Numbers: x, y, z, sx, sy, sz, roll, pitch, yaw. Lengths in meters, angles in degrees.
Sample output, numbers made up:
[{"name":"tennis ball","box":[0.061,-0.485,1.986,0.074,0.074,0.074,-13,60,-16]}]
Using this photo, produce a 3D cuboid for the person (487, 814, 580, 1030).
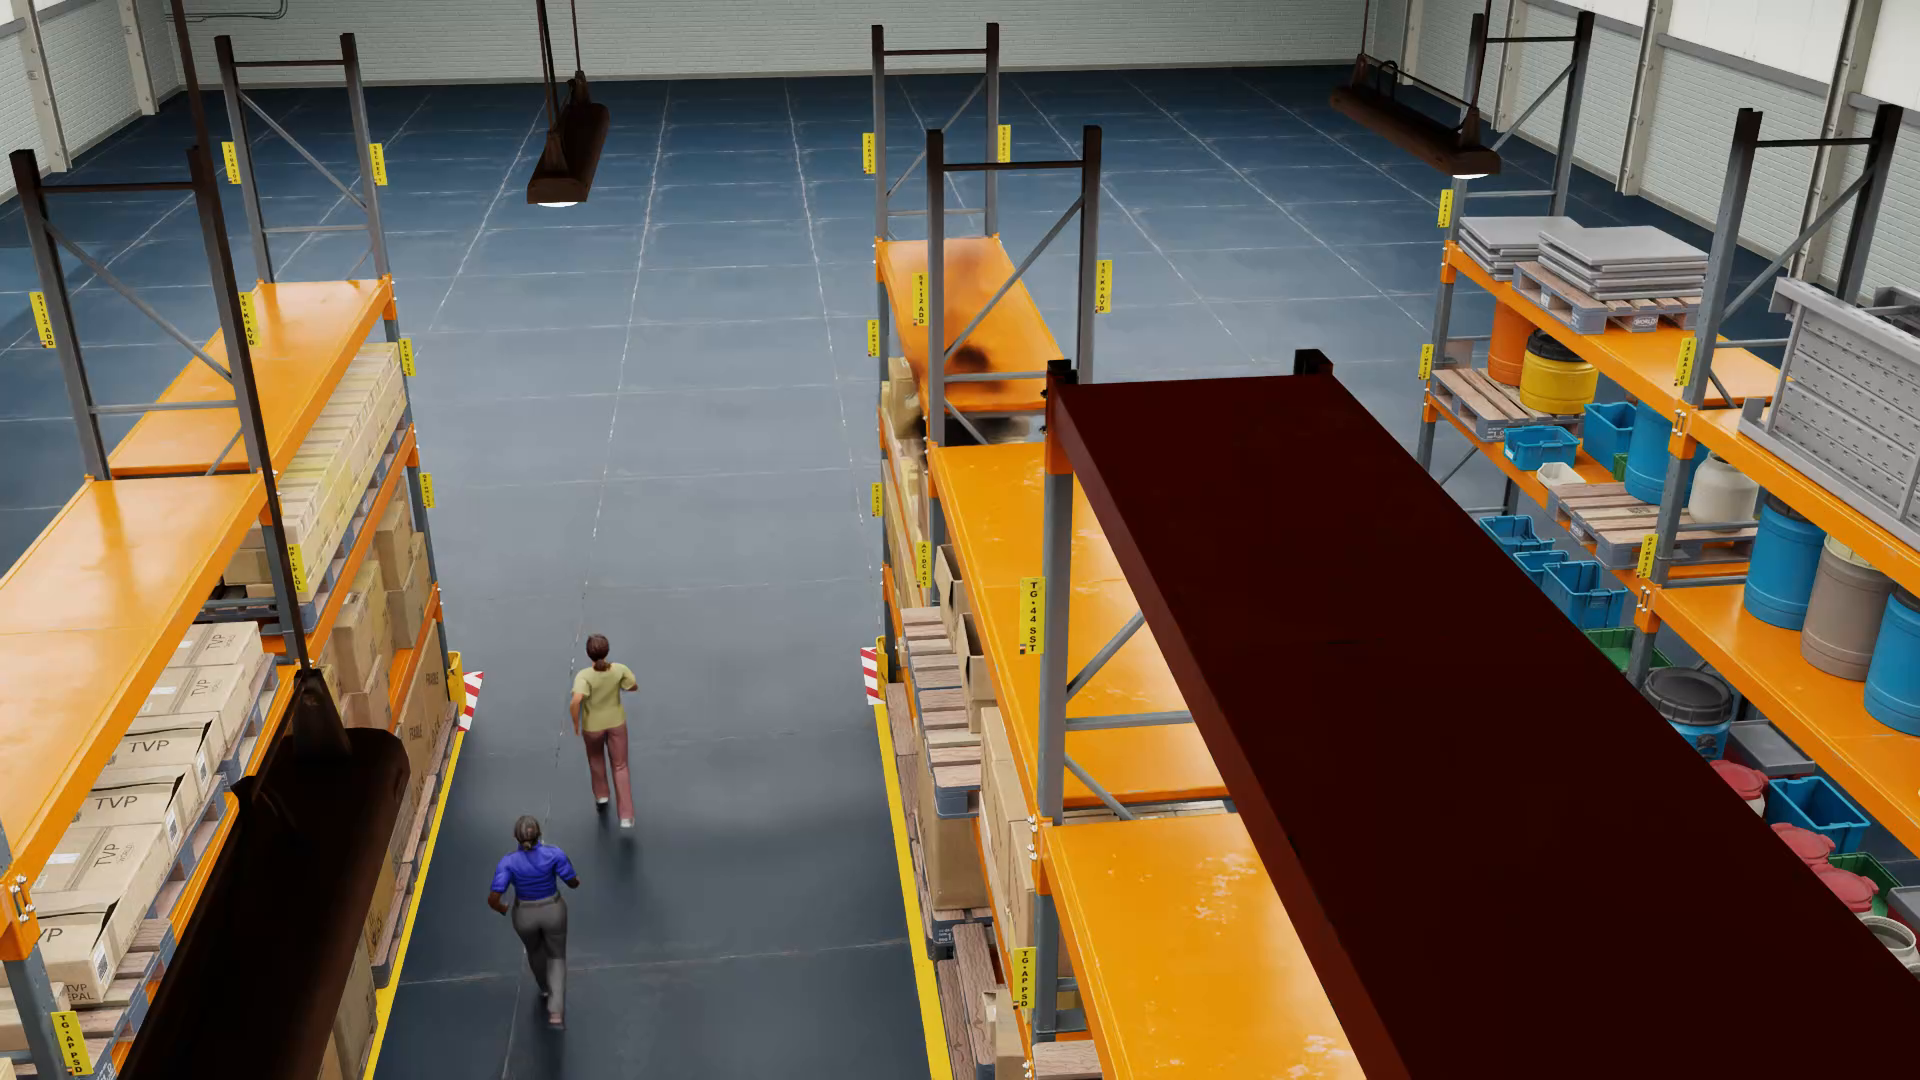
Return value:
[{"name":"person","box":[-2.833,2.573,11.209,0.587,1.643,0.902,-5,26,-11]}]

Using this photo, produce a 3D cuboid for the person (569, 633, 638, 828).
[{"name":"person","box":[-2.819,1.537,13.306,0.576,1.721,0.831,-9,27,-18]}]

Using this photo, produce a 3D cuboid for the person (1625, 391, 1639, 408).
[{"name":"person","box":[7.356,-0.924,18.445,0.688,1.758,0.710,13,28,25]}]
